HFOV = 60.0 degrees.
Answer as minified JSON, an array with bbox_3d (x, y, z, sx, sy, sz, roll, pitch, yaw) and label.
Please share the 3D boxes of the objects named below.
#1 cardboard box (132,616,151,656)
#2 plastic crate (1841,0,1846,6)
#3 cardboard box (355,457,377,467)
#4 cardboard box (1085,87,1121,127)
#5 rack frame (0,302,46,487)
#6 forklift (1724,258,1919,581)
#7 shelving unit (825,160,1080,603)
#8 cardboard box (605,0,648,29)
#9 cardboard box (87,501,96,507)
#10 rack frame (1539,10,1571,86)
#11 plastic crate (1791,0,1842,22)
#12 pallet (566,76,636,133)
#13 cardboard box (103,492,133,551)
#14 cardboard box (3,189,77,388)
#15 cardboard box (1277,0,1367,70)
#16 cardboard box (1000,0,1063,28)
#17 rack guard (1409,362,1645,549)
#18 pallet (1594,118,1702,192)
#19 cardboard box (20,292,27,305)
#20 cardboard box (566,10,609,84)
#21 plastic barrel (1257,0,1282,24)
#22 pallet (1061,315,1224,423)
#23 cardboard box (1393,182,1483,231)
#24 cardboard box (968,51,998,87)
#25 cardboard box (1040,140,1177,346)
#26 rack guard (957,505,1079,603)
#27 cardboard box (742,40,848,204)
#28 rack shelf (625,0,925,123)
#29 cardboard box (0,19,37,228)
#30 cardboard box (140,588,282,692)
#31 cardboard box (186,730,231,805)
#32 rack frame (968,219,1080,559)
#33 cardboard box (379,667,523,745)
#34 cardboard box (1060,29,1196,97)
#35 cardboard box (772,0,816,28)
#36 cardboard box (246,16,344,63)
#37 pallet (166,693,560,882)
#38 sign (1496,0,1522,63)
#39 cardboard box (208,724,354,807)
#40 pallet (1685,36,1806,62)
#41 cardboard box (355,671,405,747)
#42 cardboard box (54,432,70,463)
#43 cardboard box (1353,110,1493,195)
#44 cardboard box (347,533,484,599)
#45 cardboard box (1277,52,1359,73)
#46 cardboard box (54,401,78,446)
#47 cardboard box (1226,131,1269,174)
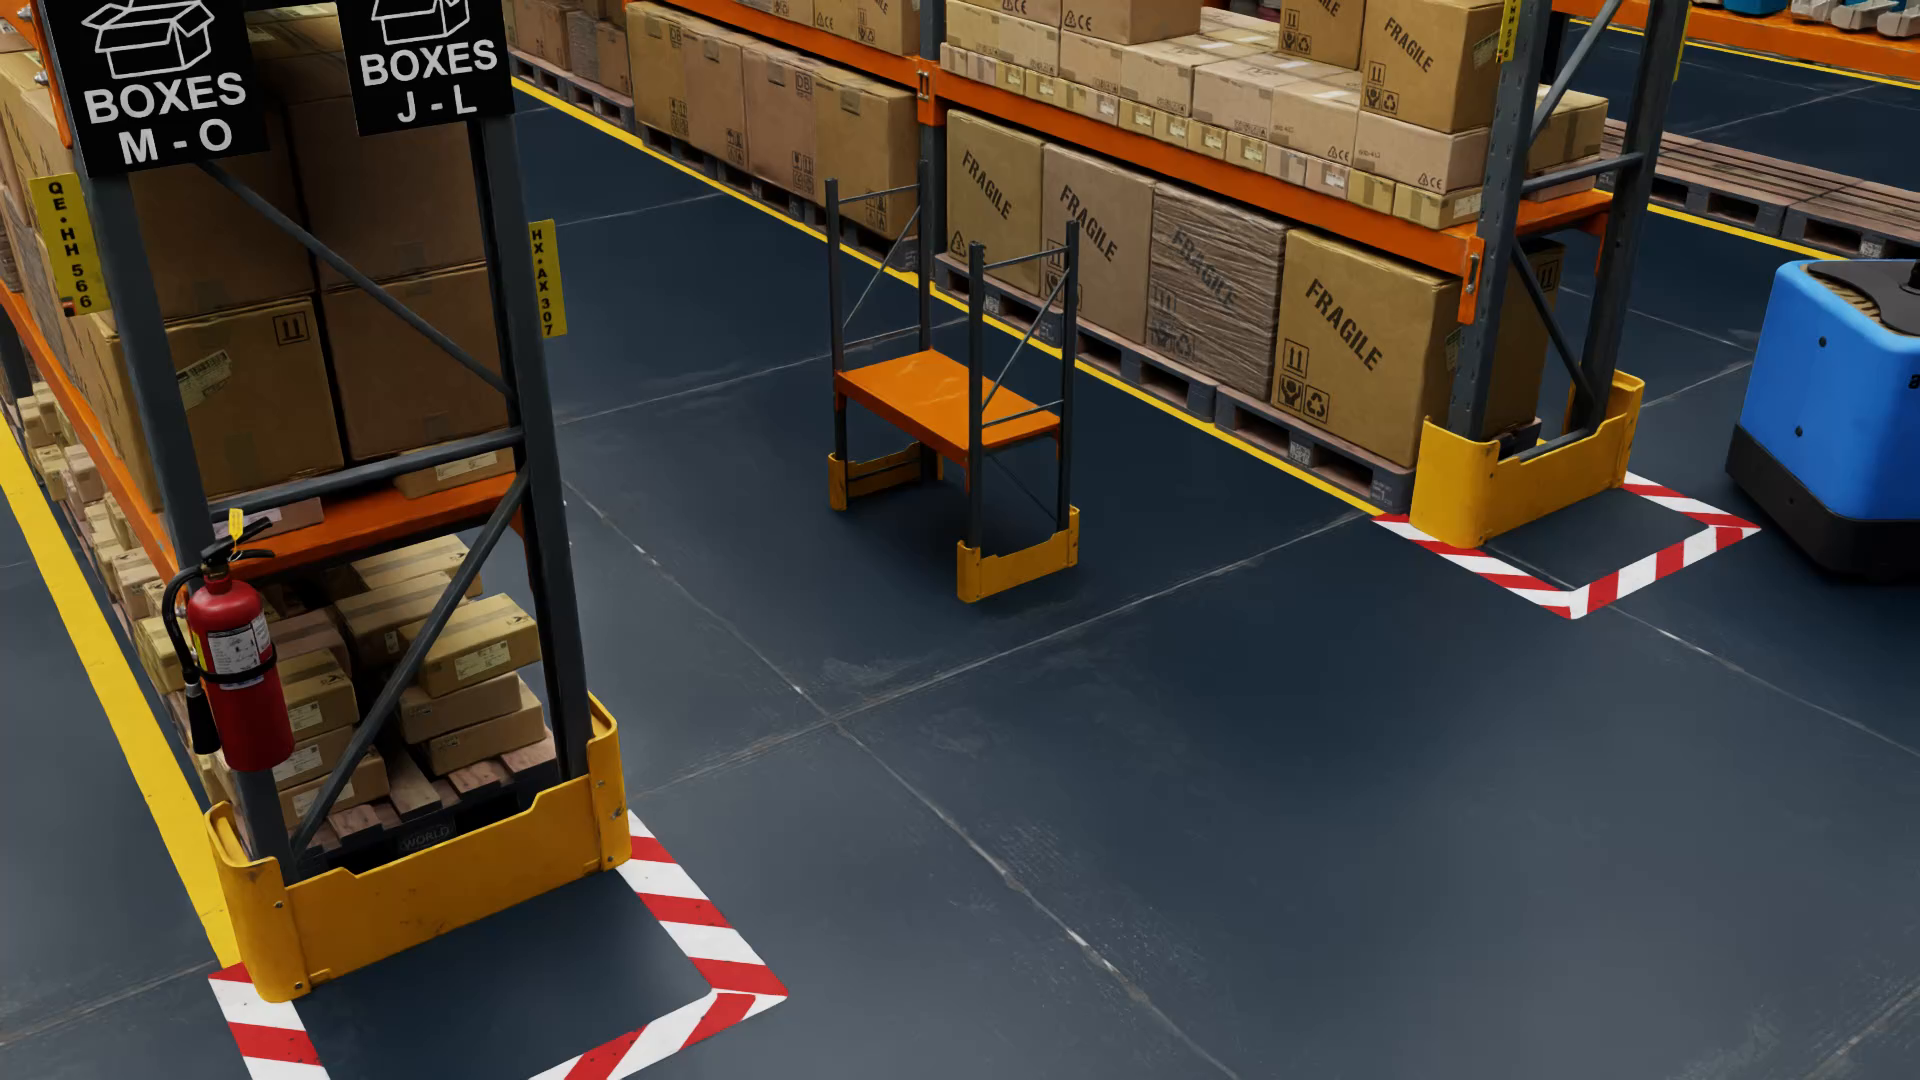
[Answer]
[{"bbox_3d":[-2.720,0.242,5.896,0.380,0.149,0.250,-18,33,-30],"label":"cardboard box"},{"bbox_3d":[5.753,-3.643,10.927,0.416,0.233,0.300,-19,34,-31],"label":"plastic crate"},{"bbox_3d":[-1.670,-0.363,5.039,0.380,0.149,0.250,-17,33,-29],"label":"cardboard box"},{"bbox_3d":[0.864,-2.237,8.490,0.380,0.149,0.250,-18,33,-30],"label":"cardboard box"},{"bbox_3d":[-3.887,-1.725,7.283,1.000,3.000,0.127,-19,34,-31],"label":"rack frame"},{"bbox_3d":[5.063,-1.359,6.680,3.031,2.935,1.130,-1,29,-1],"label":"forklift"},{"bbox_3d":[-0.044,-0.689,6.947,0.587,1.500,1.083,-19,34,-31],"label":"shelving unit"},{"bbox_3d":[-2.522,-4.290,13.379,0.500,0.250,0.500,-17,33,-29],"label":"cardboard box"},{"bbox_3d":[-3.409,-0.155,6.940,0.380,0.149,0.250,-20,34,-32],"label":"cardboard box"},{"bbox_3d":[4.246,-4.430,12.263,1.000,3.000,0.127,-19,34,-31],"label":"rack frame"},{"bbox_3d":[5.421,-3.380,10.544,0.298,0.136,0.250,-19,34,-31],"label":"plastic crate"},{"bbox_3d":[-2.561,-3.692,13.828,1.003,0.211,1.213,-19,34,-31],"label":"pallet"},{"bbox_3d":[-2.971,-0.112,6.237,0.380,0.149,0.250,-19,34,-30],"label":"cardboard box"},{"bbox_3d":[-2.634,-0.844,5.244,0.500,0.500,0.500,-19,34,-30],"label":"cardboard box"},{"bbox_3d":[1.878,-2.553,7.868,0.500,0.500,0.500,-20,34,-32],"label":"cardboard box"},{"bbox_3d":[0.560,-3.002,8.695,0.500,0.500,0.500,-19,34,-31],"label":"cardboard box"},{"bbox_3d":[2.546,-0.396,7.455,1.175,0.500,0.348,-19,34,-31],"label":"rack guard"},{"bbox_3d":[4.704,-2.929,12.422,1.003,0.211,1.213,-19,34,-31],"label":"pallet"},{"bbox_3d":[-3.336,-1.021,6.250,0.380,0.149,0.250,-18,33,-30],"label":"cardboard box"},{"bbox_3d":[-2.846,-4.175,13.953,0.700,0.500,0.500,-22,35,-35],"label":"cardboard box"},{"bbox_3d":[2.879,-4.485,14.452,0.600,0.588,0.708,-19,34,-31],"label":"plastic barrel"},{"bbox_3d":[1.301,-1.041,8.946,1.003,0.211,1.213,-19,34,-31],"label":"pallet"},{"bbox_3d":[2.057,-1.440,7.022,0.380,0.149,0.250,-18,33,-30],"label":"cardboard box"},{"bbox_3d":[0.264,-2.639,9.229,0.380,0.149,0.250,-20,34,-32],"label":"cardboard box"},{"bbox_3d":[1.051,-1.681,8.988,0.875,0.875,0.875,-19,34,-31],"label":"cardboard box"},{"bbox_3d":[0.245,0.054,6.888,0.587,0.250,0.087,-19,34,-31],"label":"rack guard"},{"bbox_3d":[-0.695,-2.900,11.233,1.225,0.875,0.875,-20,34,-32],"label":"cardboard box"},{"bbox_3d":[-0.949,-3.520,11.342,1.077,0.370,4.000,-19,34,-31],"label":"rack shelf"},{"bbox_3d":[-2.638,-1.289,5.017,0.500,0.500,0.500,-17,33,-28],"label":"cardboard box"},{"bbox_3d":[-2.433,0.322,5.437,0.380,0.149,0.250,-20,34,-32],"label":"cardboard box"},{"bbox_3d":[-2.274,0.680,5.402,0.380,0.149,0.250,-18,33,-29],"label":"cardboard box"},{"bbox_3d":[0.245,-0.495,6.589,0.500,1.500,0.032,-19,34,-31],"label":"rack frame"},{"bbox_3d":[-1.662,0.493,5.434,0.380,0.149,0.250,-17,33,-29],"label":"cardboard box"},{"bbox_3d":[0.860,-2.474,8.507,0.500,0.250,0.500,-18,33,-29],"label":"cardboard box"},{"bbox_3d":[-0.872,-3.604,10.638,0.500,0.500,0.500,-19,34,-31],"label":"cardboard box"},{"bbox_3d":[-1.909,-1.226,4.901,0.500,0.500,0.500,-18,33,-29],"label":"cardboard box"},{"bbox_3d":[-2.054,0.701,5.739,1.003,0.211,1.213,-19,34,-31],"label":"pallet"},{"bbox_3d":[2.082,-1.972,6.276,0.100,0.325,0.005,-19,34,-31],"label":"sign"},{"bbox_3d":[-2.106,0.642,5.161,0.380,0.149,0.250,-20,34,-32],"label":"cardboard box"},{"bbox_3d":[7.780,-4.880,16.014,1.003,0.211,1.213,-19,34,-31],"label":"pallet"},{"bbox_3d":[-1.829,0.527,5.683,0.380,0.149,0.250,-19,34,-31],"label":"cardboard box"},{"bbox_3d":[-3.718,-0.484,7.234,0.380,0.149,0.250,-19,34,-30],"label":"cardboard box"},{"bbox_3d":[2.034,-1.683,7.052,0.500,0.250,0.500,-19,34,-31],"label":"cardboard box"},{"bbox_3d":[-1.894,0.132,5.787,0.380,0.149,0.250,-19,34,-31],"label":"cardboard box"},{"bbox_3d":[1.878,-2.226,8.052,0.500,0.250,0.500,-20,34,-32],"label":"cardboard box"},{"bbox_3d":[-3.558,-0.518,6.985,0.380,0.149,0.250,-19,34,-31],"label":"cardboard box"},{"bbox_3d":[1.463,-1.837,7.753,0.380,0.149,0.250,-20,34,-32],"label":"cardboard box"}]
